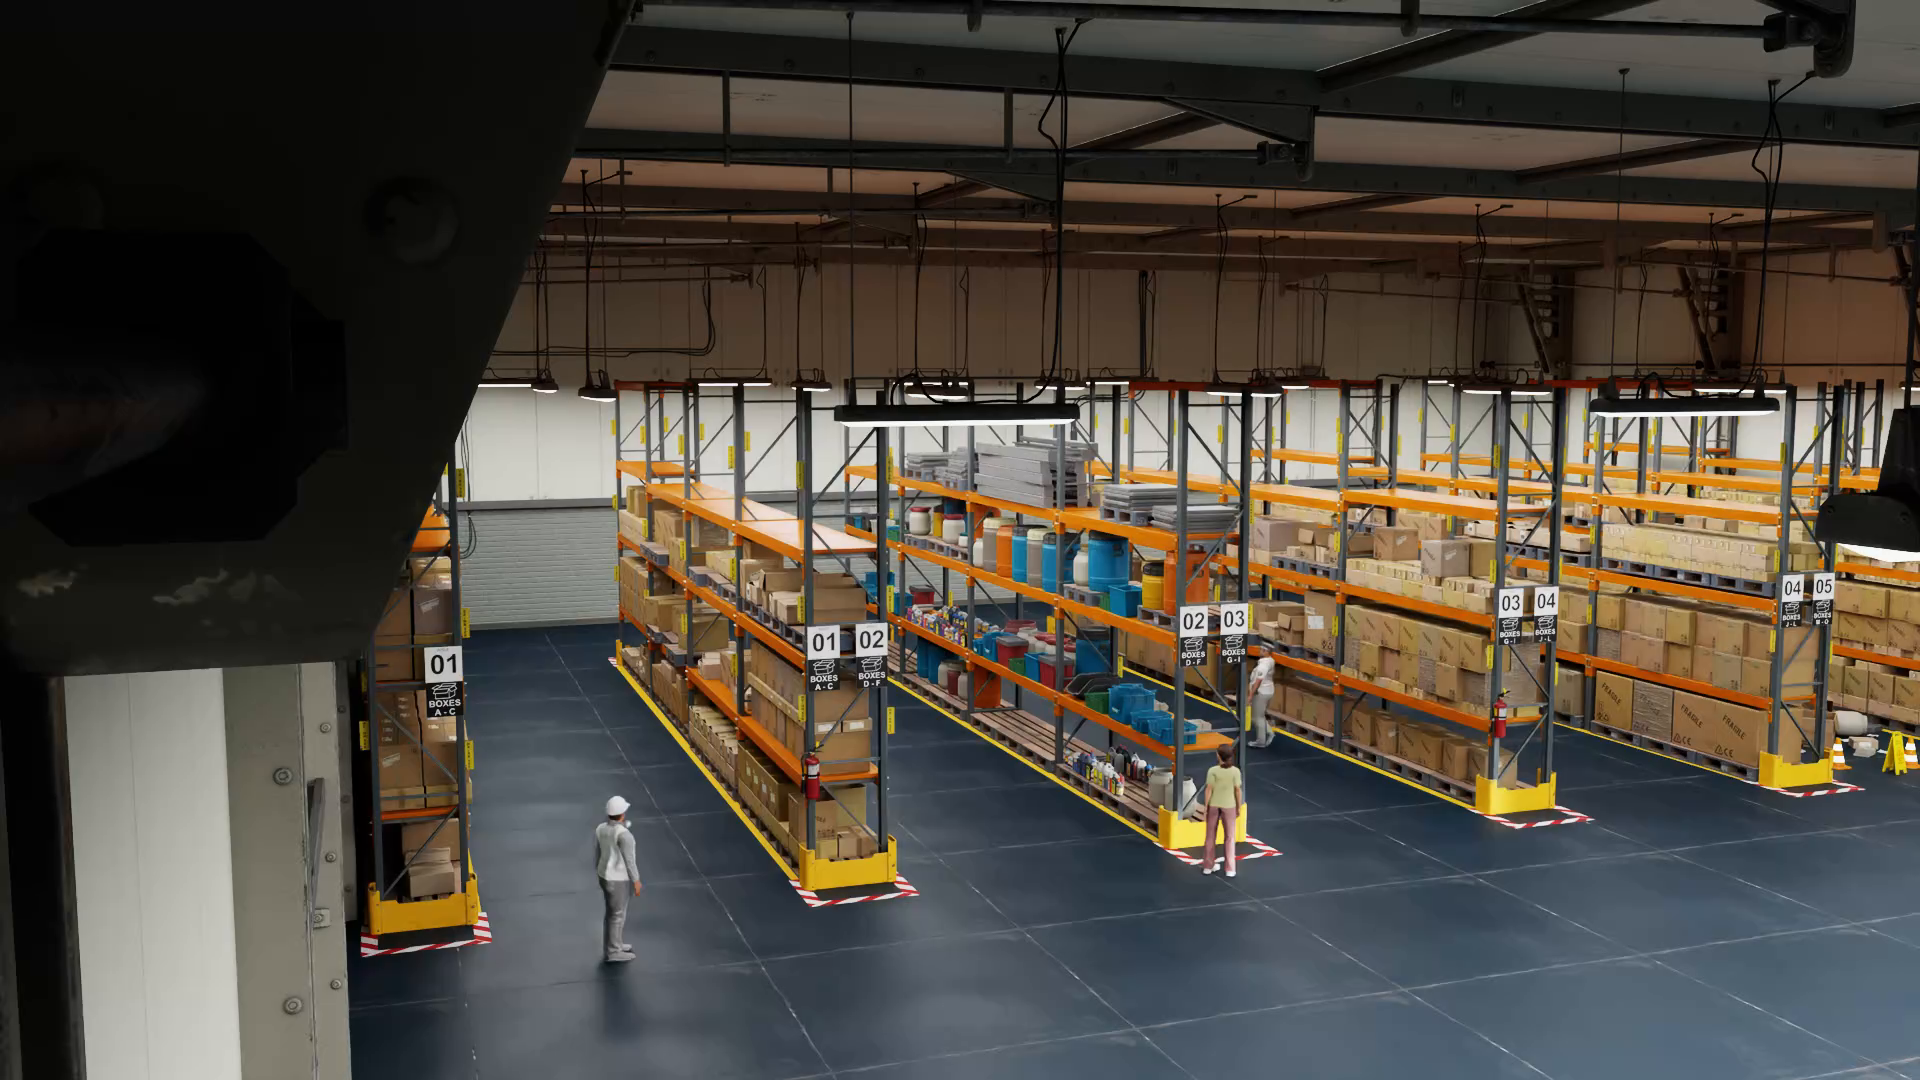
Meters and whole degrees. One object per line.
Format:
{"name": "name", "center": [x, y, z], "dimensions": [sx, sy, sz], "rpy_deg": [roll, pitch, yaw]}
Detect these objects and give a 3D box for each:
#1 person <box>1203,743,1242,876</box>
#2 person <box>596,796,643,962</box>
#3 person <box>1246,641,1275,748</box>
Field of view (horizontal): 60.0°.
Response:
{"name": "person", "center": [3.254, 3.335, 20.593], "dimensions": [0.473, 1.684, 0.427], "rpy_deg": [2, 6, 21]}
{"name": "person", "center": [-3.625, 3.590, 17.677], "dimensions": [0.416, 1.777, 0.578], "rpy_deg": [-4, 7, -32]}
{"name": "person", "center": [4.961, 2.548, 27.451], "dimensions": [0.463, 1.791, 0.653], "rpy_deg": [4, 7, 34]}
